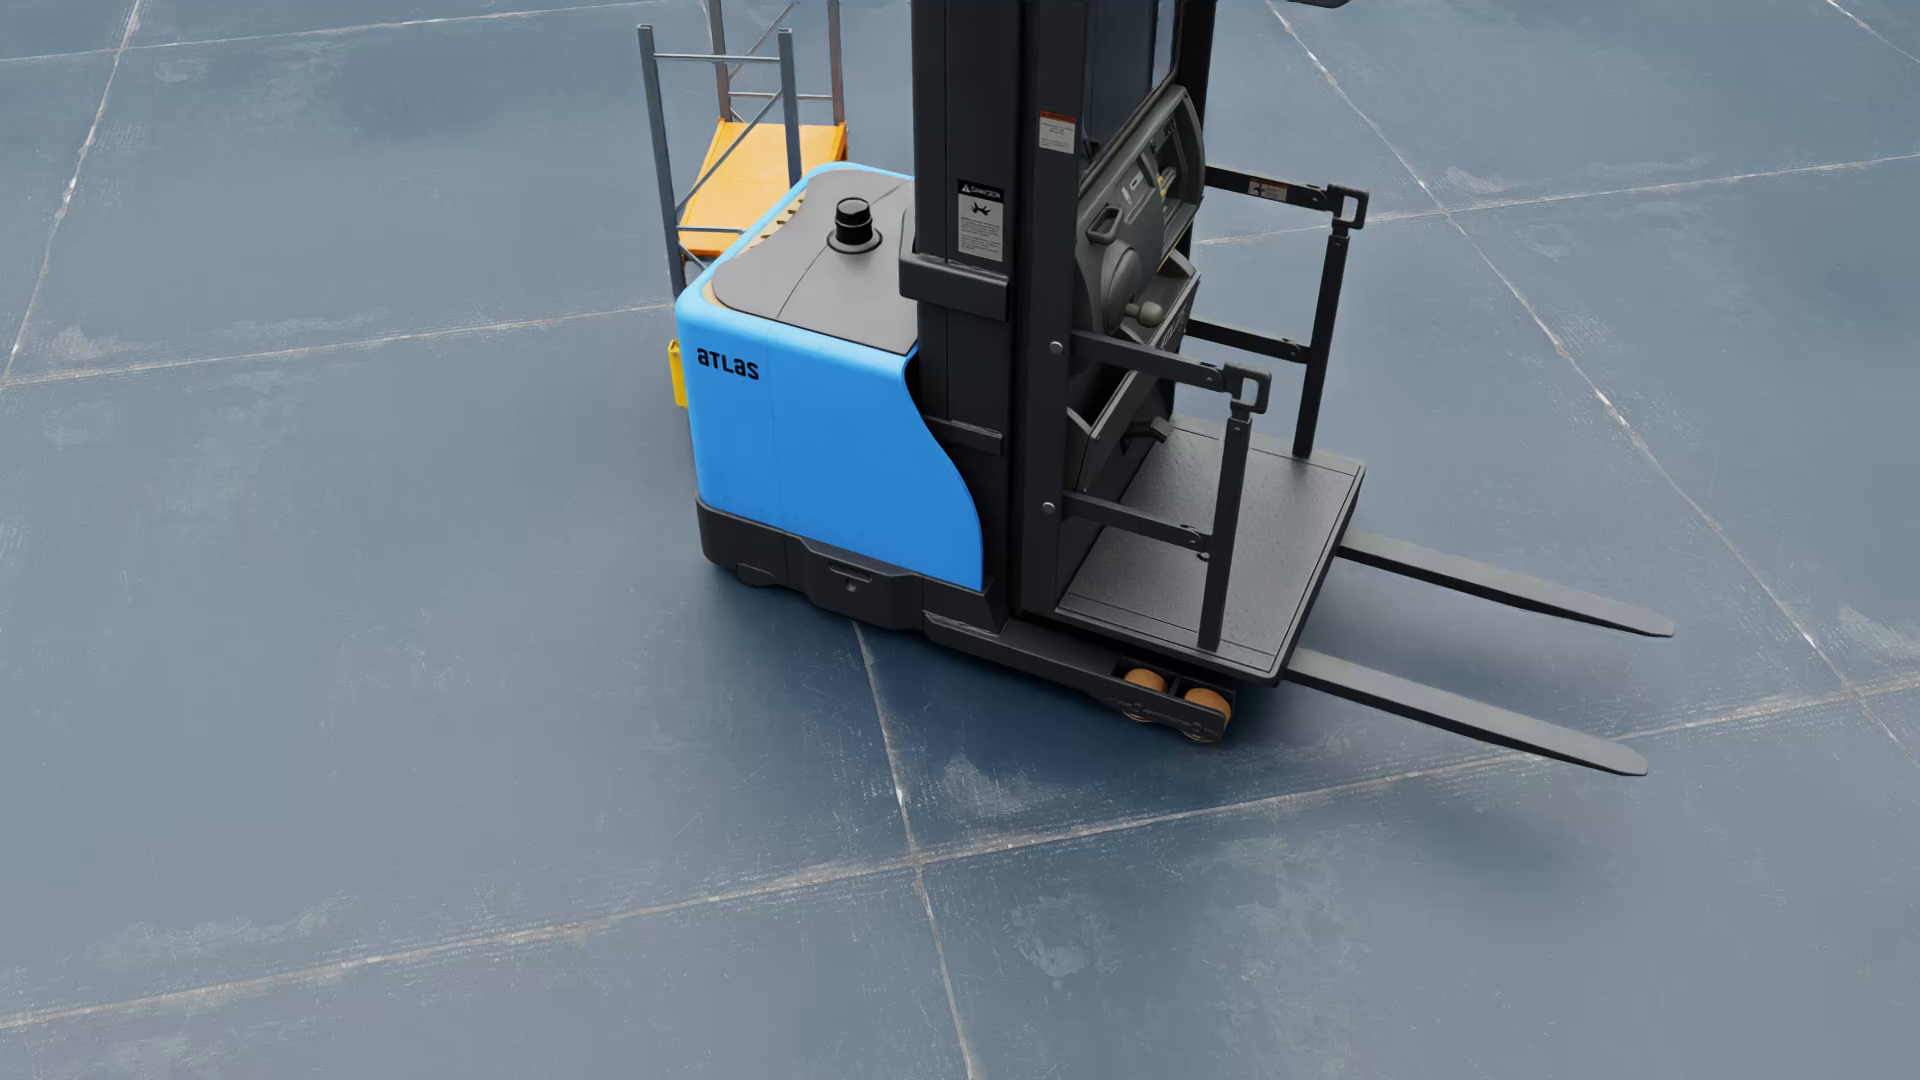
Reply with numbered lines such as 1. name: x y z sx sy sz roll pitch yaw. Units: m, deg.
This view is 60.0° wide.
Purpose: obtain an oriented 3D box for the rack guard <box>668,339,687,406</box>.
1. rack guard: -0.789 -0.617 6.257 0.587 0.250 0.087 3 42 3

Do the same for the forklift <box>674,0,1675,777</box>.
1. forklift: 0.689 -0.887 4.542 3.031 2.935 1.130 17 44 18

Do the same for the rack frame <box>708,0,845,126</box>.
1. rack frame: -0.710 -1.757 6.599 0.500 1.500 0.032 3 42 3

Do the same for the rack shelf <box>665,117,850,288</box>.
1. rack shelf: -0.750 -1.286 6.340 0.538 0.185 1.000 3 42 3

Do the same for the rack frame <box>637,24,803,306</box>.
1. rack frame: -0.789 -1.084 5.841 0.500 1.500 0.032 3 42 3

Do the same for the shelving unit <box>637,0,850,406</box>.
1. shelving unit: -0.750 -1.414 6.213 0.587 1.500 1.083 3 42 3
